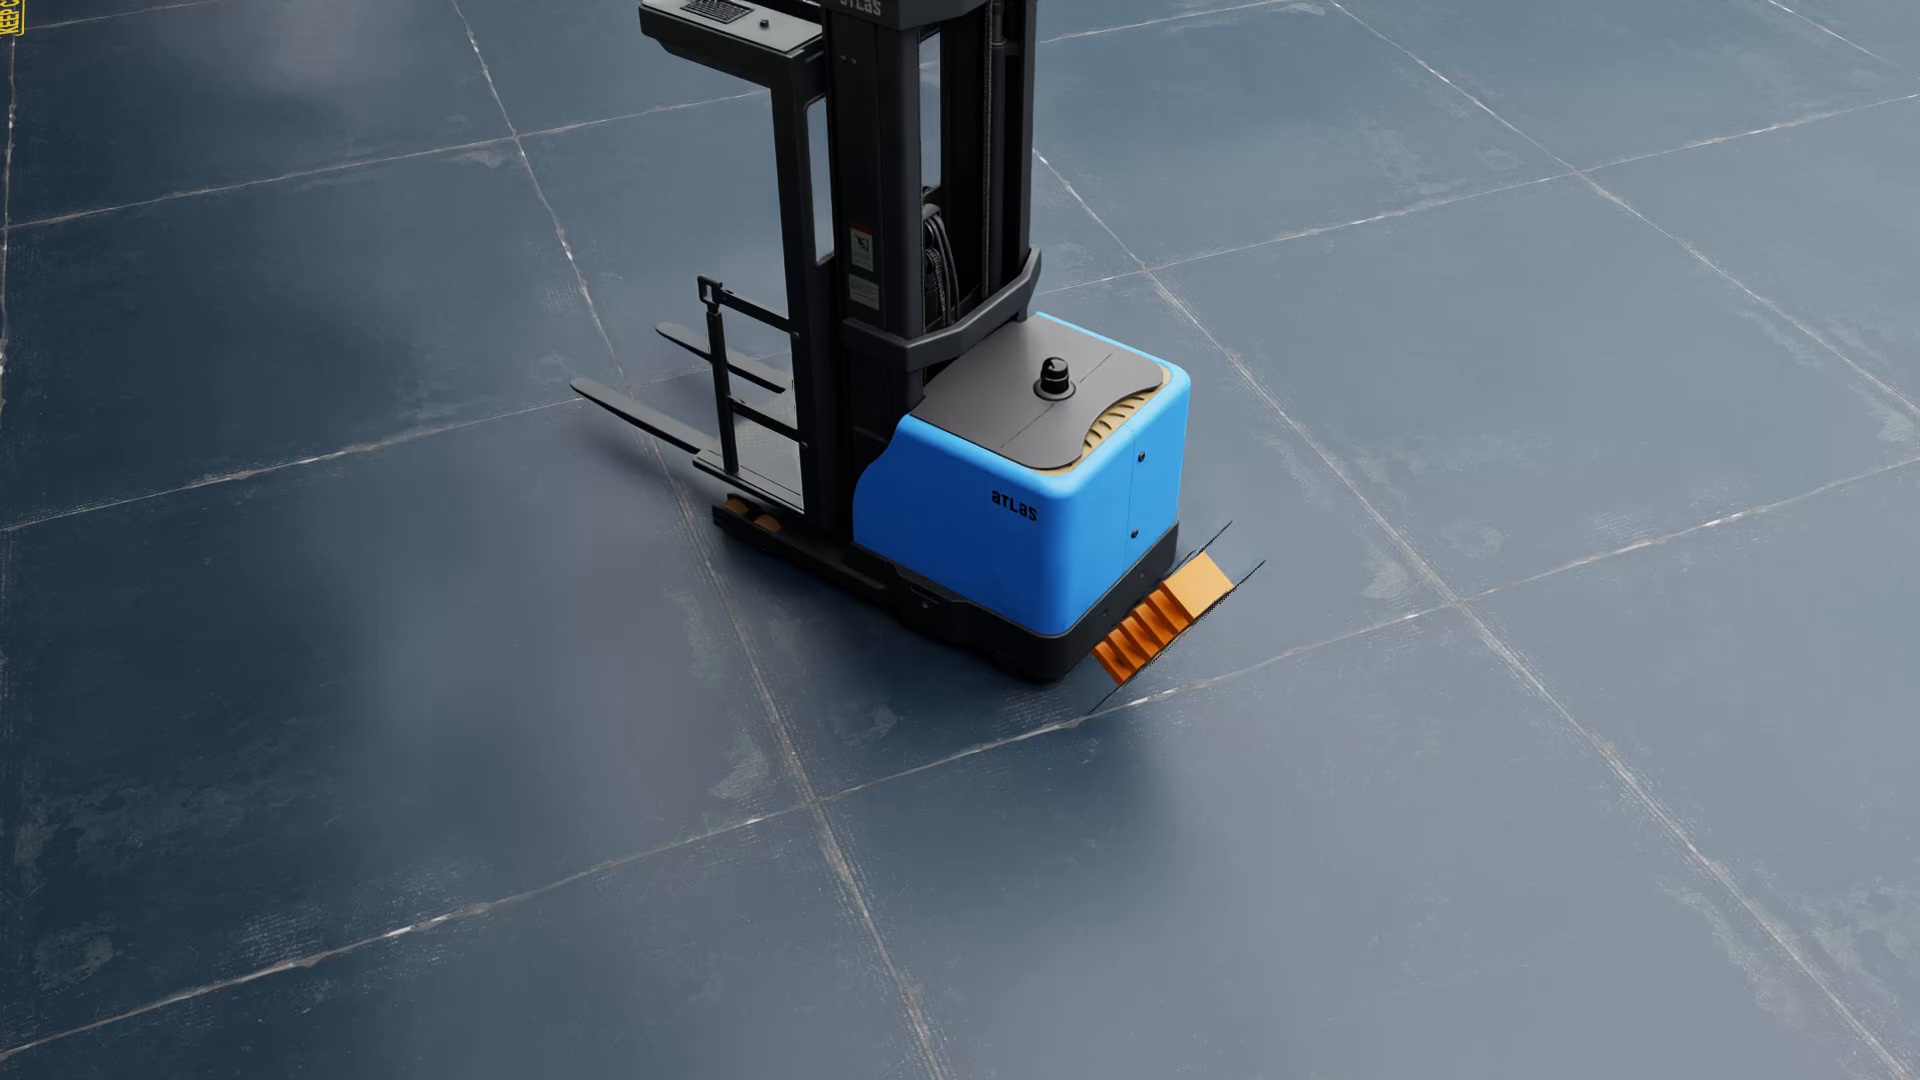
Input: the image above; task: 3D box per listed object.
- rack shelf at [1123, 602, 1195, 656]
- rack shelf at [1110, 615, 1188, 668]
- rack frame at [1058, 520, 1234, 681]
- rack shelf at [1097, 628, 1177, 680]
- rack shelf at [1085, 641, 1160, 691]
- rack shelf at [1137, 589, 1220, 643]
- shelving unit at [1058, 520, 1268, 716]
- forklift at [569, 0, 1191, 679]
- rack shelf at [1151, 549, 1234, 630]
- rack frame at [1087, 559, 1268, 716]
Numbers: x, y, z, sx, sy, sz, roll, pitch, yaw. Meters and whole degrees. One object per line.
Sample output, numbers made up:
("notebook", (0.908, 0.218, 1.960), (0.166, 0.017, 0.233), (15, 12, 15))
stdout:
("rack shelf", (0.781, 0.290, 6.350), (0.258, 0.103, 0.180), (-34, 80, -33))
("rack shelf", (0.739, 0.344, 6.449), (0.258, 0.103, 0.180), (-34, 80, -33))
("rack frame", (0.697, 0.255, 6.426), (0.240, 1.200, 0.006), (-34, 80, -33))
("rack shelf", (0.698, 0.398, 6.548), (0.258, 0.103, 0.180), (-34, 80, -33))
("rack shelf", (0.656, 0.452, 6.647), (0.258, 0.103, 0.180), (-34, 80, -33))
("rack shelf", (0.822, 0.237, 6.251), (0.258, 0.103, 0.180), (-34, 80, -33))
("shelving unit", (0.755, 0.324, 6.412), (0.258, 1.200, 0.189), (-34, 80, -33))
("forklift", (-0.521, -1.311, 6.946), (3.031, 2.935, 1.130), (26, 47, 27))
("rack shelf", (0.864, 0.183, 6.152), (0.258, 0.103, 0.180), (-34, 80, -33))
("rack frame", (0.813, 0.394, 6.399), (0.240, 1.200, 0.006), (-34, 80, -33))
